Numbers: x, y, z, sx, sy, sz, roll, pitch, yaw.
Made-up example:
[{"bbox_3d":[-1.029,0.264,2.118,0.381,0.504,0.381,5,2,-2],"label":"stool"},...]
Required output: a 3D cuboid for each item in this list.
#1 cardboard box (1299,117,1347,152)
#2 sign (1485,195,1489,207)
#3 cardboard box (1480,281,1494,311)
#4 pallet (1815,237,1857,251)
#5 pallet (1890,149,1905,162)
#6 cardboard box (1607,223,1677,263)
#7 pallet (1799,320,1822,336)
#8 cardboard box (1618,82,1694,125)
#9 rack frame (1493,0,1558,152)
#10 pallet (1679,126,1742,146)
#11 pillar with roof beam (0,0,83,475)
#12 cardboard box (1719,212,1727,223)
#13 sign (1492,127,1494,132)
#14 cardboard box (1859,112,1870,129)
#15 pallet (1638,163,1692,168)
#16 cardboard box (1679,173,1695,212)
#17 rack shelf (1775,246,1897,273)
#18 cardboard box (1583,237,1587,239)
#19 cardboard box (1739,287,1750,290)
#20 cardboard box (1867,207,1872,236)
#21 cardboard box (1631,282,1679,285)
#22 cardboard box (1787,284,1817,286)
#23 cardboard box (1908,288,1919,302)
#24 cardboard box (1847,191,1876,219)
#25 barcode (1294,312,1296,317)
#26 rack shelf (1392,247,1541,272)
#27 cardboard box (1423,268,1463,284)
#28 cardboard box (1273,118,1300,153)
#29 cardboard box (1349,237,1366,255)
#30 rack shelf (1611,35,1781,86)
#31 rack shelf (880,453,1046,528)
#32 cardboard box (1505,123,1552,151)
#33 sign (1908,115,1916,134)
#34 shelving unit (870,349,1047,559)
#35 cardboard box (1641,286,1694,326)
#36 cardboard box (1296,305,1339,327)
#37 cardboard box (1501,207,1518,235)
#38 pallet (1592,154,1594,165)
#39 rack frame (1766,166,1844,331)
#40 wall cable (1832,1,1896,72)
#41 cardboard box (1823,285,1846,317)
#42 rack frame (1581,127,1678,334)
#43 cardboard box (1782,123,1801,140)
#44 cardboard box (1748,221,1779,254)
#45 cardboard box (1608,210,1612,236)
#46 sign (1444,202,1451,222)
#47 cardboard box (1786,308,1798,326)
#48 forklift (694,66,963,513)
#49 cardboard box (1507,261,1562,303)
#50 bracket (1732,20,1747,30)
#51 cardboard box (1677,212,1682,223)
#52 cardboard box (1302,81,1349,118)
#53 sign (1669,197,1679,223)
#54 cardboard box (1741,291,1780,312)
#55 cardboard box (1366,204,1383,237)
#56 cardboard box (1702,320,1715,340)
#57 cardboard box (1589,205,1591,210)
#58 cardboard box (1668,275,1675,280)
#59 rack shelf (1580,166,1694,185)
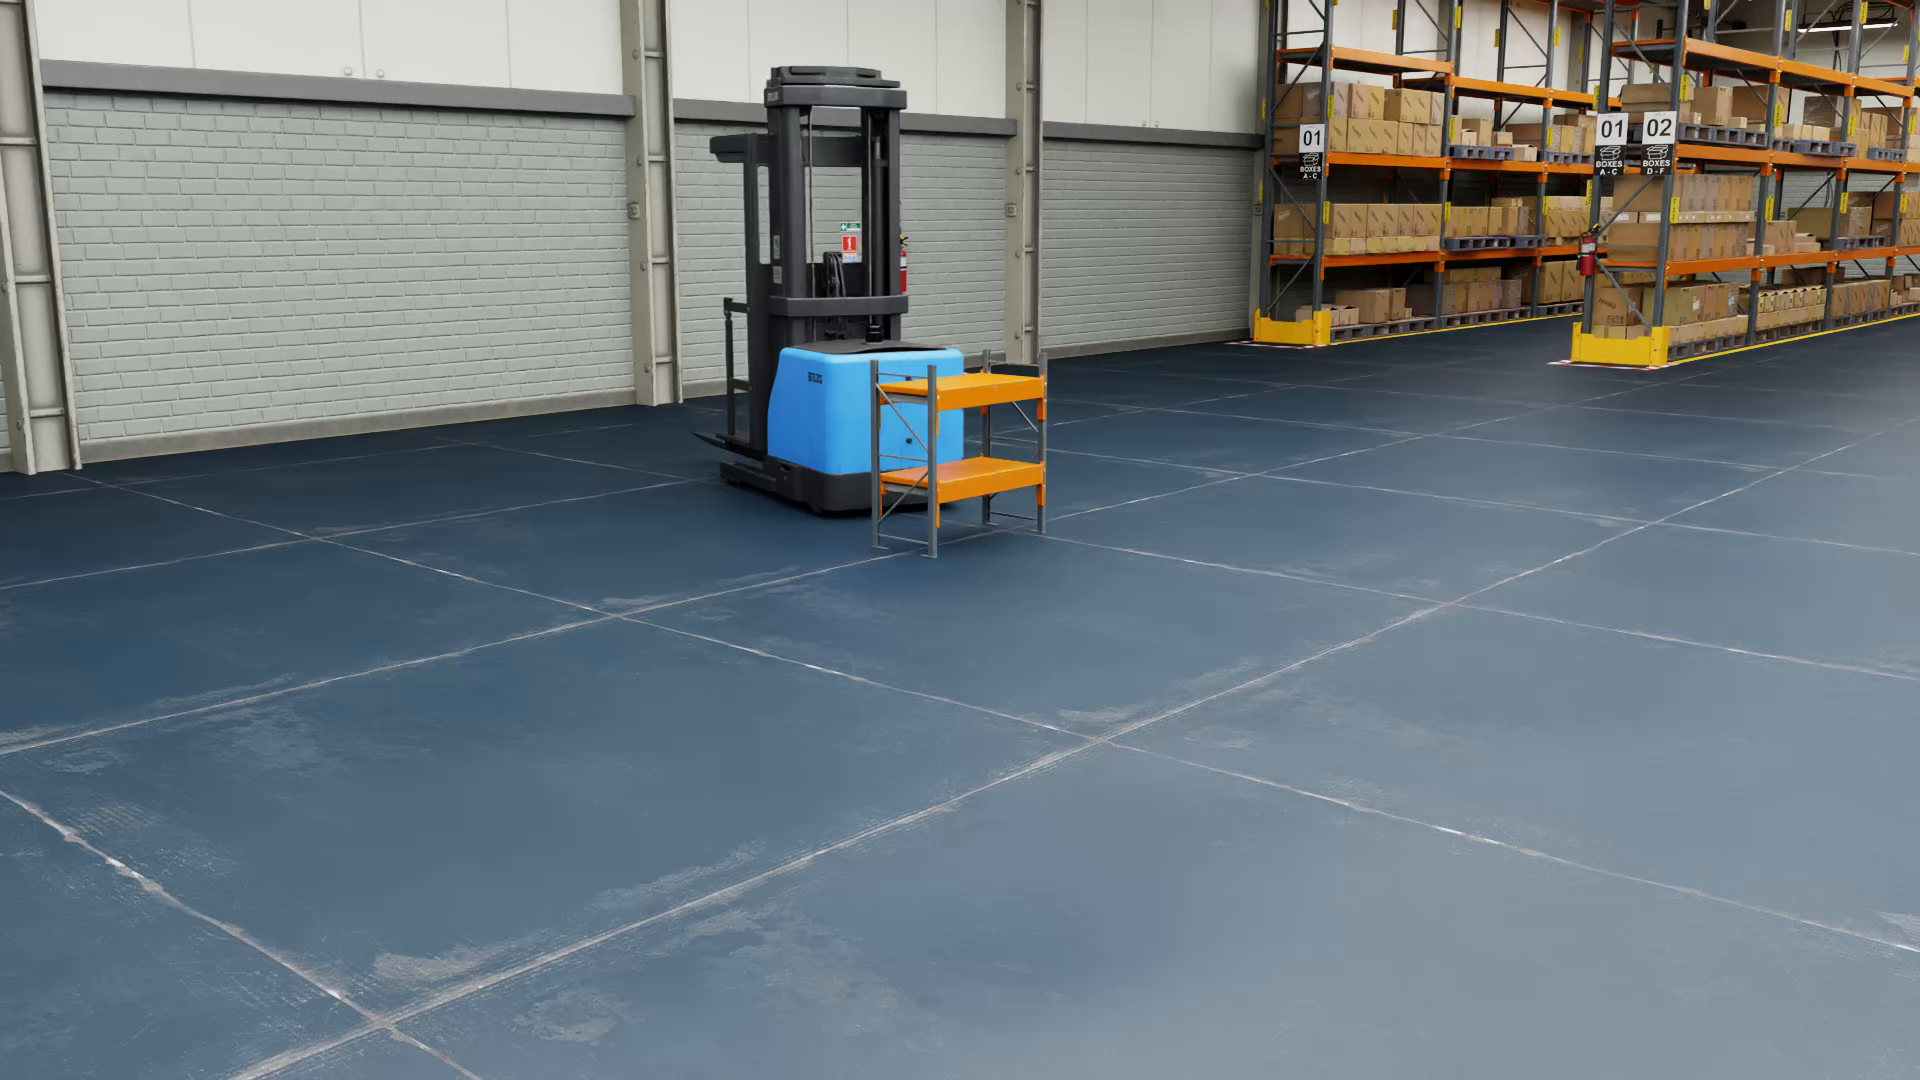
[{"bbox_3d":[5.373,-5.999,24.624,0.500,0.500,0.500,10,15,42],"label":"cardboard box"},{"bbox_3d":[9.826,-6.269,30.982,0.100,0.325,0.005,10,15,40],"label":"sign"},{"bbox_3d":[9.075,-4.369,29.687,0.700,0.500,0.500,10,15,40],"label":"cardboard box"},{"bbox_3d":[14.363,-5.004,28.098,1.213,0.211,1.003,10,15,40],"label":"pallet"},{"bbox_3d":[16.126,-6.870,29.770,1.213,0.211,1.003,10,15,40],"label":"pallet"},{"bbox_3d":[9.005,-3.929,21.967,0.700,0.500,0.500,10,15,40],"label":"cardboard box"},{"bbox_3d":[13.396,-3.506,27.226,1.003,0.211,1.213,10,15,40],"label":"pallet"},{"bbox_3d":[9.070,-5.693,21.703,0.637,0.503,0.797,-11,16,-44],"label":"cardboard box"},{"bbox_3d":[10.245,-8.571,30.151,1.000,3.000,0.127,10,15,40],"label":"rack frame"},{"bbox_3d":[9.979,-5.521,22.763,1.003,0.211,1.213,10,15,40],"label":"pallet"},{"bbox_3d":[-3.872,-4.404,9.287,9.100,9.000,0.400,10,15,40],"label":"pillar with roof beam"},{"bbox_3d":[10.470,-4.514,23.241,0.380,0.149,0.250,10,15,42],"label":"cardboard box"},{"bbox_3d":[9.834,-7.466,30.751,0.100,0.325,0.005,10,15,40],"label":"sign"},{"bbox_3d":[15.343,-7.092,28.819,0.600,0.600,0.600,9,14,38],"label":"cardboard box"},{"bbox_3d":[15.044,-8.123,35.793,1.003,0.211,1.213,10,15,40],"label":"pallet"},{"bbox_3d":[9.383,-4.651,22.270,0.700,0.500,0.500,9,15,39],"label":"cardboard box"},{"bbox_3d":[15.289,-4.931,29.078,1.077,0.370,4.000,10,15,40],"label":"rack shelf"},{"bbox_3d":[12.003,-5.837,32.368,0.380,0.149,0.250,9,15,39],"label":"cardboard box"},{"bbox_3d":[12.385,-3.854,26.366,0.500,0.311,0.500,10,15,40],"label":"cardboard box"},{"bbox_3d":[16.128,-5.792,30.226,0.700,0.500,0.500,4,12,21],"label":"cardboard box"},{"bbox_3d":[9.798,-3.378,23.497,0.500,0.500,0.500,10,15,40],"label":"cardboard box"},{"bbox_3d":[14.410,-4.147,28.577,0.500,0.500,0.500,11,15,43],"label":"cardboard box"},{"bbox_3d":[18.426,-4.786,32.413,0.500,0.250,0.500,10,15,40],"label":"cardboard box"},{"bbox_3d":[16.748,-6.225,30.913,0.500,0.500,0.500,10,15,41],"label":"cardboard box"},{"bbox_3d":[5.200,-3.499,25.788,0.001,0.075,0.075,10,15,40],"label":"barcode"},{"bbox_3d":[8.925,-4.982,29.335,1.077,0.370,4.000,10,15,40],"label":"rack shelf"},{"bbox_3d":[8.366,-4.574,28.800,0.500,0.250,0.500,9,15,39],"label":"cardboard box"},{"bbox_3d":[5.049,-6.076,25.011,0.500,0.500,0.500,-11,16,-43],"label":"cardboard box"},{"bbox_3d":[5.857,-4.498,25.404,0.500,0.250,0.500,9,15,39],"label":"cardboard box"},{"bbox_3d":[10.008,-6.500,22.637,1.077,0.370,4.000,10,15,40],"label":"rack shelf"},{"bbox_3d":[0.004,-0.313,10.154,0.538,0.278,1.000,10,15,40],"label":"rack shelf"},{"bbox_3d":[10.516,-7.443,30.779,0.700,0.500,0.500,8,14,36],"label":"cardboard box"},{"bbox_3d":[17.028,-7.424,29.741,0.100,0.325,0.005,10,15,40],"label":"sign"},{"bbox_3d":[0.004,-0.553,10.106,0.538,1.125,1.048,10,15,40],"label":"shelving unit"},{"bbox_3d":[9.537,-3.162,22.417,0.500,0.500,0.500,10,15,40],"label":"cardboard box"},{"bbox_3d":[5.489,-3.440,25.517,0.500,0.311,0.500,8,14,34],"label":"cardboard box"},{"bbox_3d":[9.594,-5.738,29.903,0.700,0.500,0.500,8,14,35],"label":"cardboard box"},{"bbox_3d":[12.317,-7.454,32.702,0.805,0.209,1.217,9,14,38],"label":"pallet"},{"bbox_3d":[13.969,-4.990,27.534,1.000,3.000,0.127,10,15,40],"label":"rack frame"},{"bbox_3d":[21.560,-11.139,38.037,3.097,2.526,0.112,10,15,40],"label":"wall cable"},{"bbox_3d":[14.484,-4.010,27.886,0.500,0.500,0.500,11,15,43],"label":"cardboard box"},{"bbox_3d":[8.688,-3.813,21.641,1.000,3.000,0.127,10,15,40],"label":"rack frame"},{"bbox_3d":[12.636,-6.278,25.636,0.500,0.250,0.500,8,14,36],"label":"cardboard box"},{"bbox_3d":[12.195,-4.638,25.521,0.500,0.500,0.500,-11,16,-43],"label":"cardboard box"},{"bbox_3d":[12.770,-6.322,33.141,0.500,0.500,0.500,9,15,39],"label":"cardboard box"},{"bbox_3d":[8.017,-5.396,27.361,0.100,0.325,0.005,10,15,40],"label":"sign"},{"bbox_3d":[12.795,-3.512,26.086,0.500,0.250,0.500,10,15,41],"label":"cardboard box"},{"bbox_3d":[-1.117,-1.856,12.023,1.130,2.935,3.031,-6,13,-28],"label":"forklift"},{"bbox_3d":[10.829,-4.872,31.364,0.750,0.750,0.750,10,15,40],"label":"cardboard box"},{"bbox_3d":[18.764,-12.386,40.061,0.235,0.232,0.430,10,15,40],"label":"bracket"},{"bbox_3d":[9.281,-4.249,21.914,0.380,0.149,0.250,9,15,39],"label":"cardboard box"},{"bbox_3d":[5.401,-6.498,24.568,0.500,0.500,0.500,8,14,36],"label":"cardboard box"},{"bbox_3d":[9.101,-4.203,21.185,0.100,0.325,0.005,10,15,40],"label":"sign"},{"bbox_3d":[12.122,-3.635,25.270,0.500,0.311,0.500,10,15,40],"label":"cardboard box"},{"bbox_3d":[6.185,-4.934,25.676,0.500,0.500,0.500,9,14,39],"label":"cardboard box"},{"bbox_3d":[10.200,-2.941,23.224,0.500,0.250,0.500,10,15,40],"label":"cardboard box"},{"bbox_3d":[12.088,-6.540,32.314,0.500,0.250,0.500,10,15,41],"label":"cardboard box"},{"bbox_3d":[15.139,-5.671,36.254,0.700,0.500,0.500,10,15,40],"label":"cardboard box"},{"bbox_3d":[14.206,-7.630,34.935,1.077,0.370,4.000,10,15,40],"label":"rack shelf"}]
